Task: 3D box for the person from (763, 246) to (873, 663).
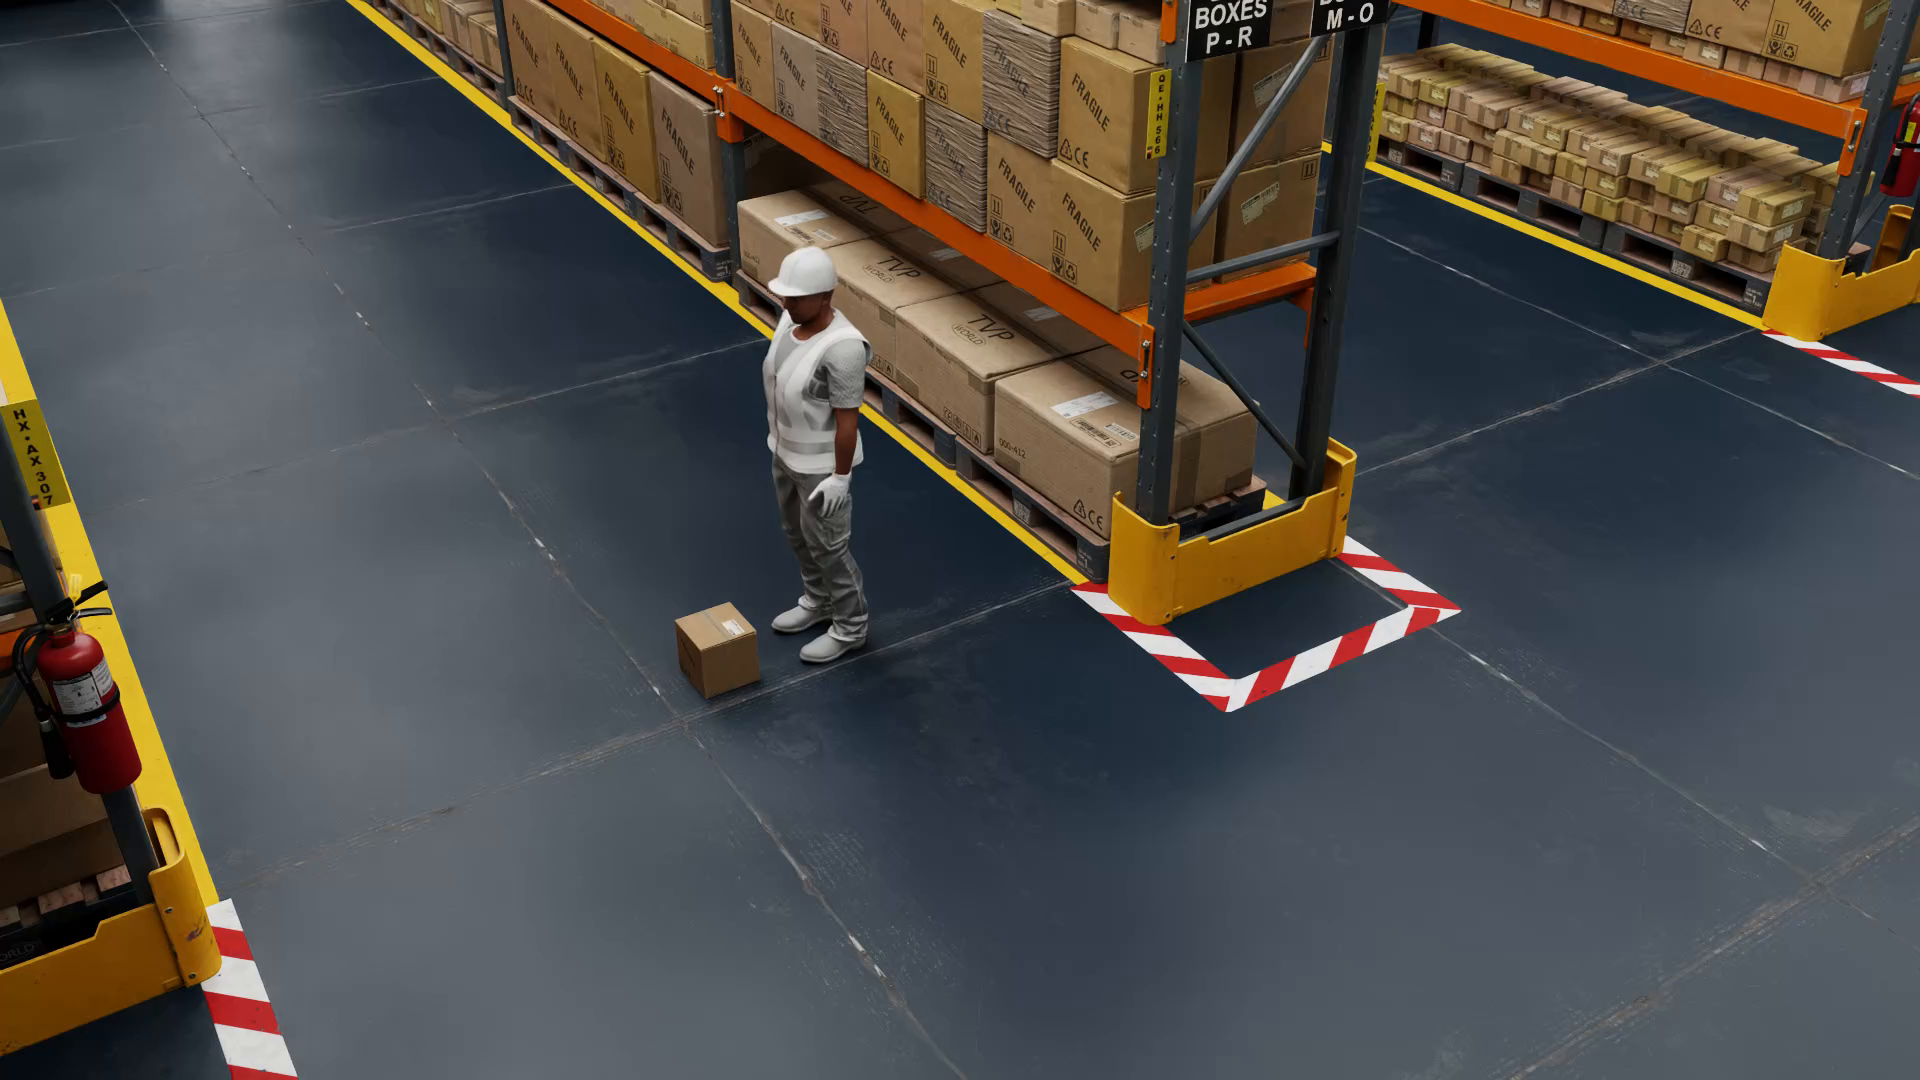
[{"bbox_3d":[-0.573,-0.332,6.647,0.359,1.778,0.547,-18,37,-26],"label":"person"}]
